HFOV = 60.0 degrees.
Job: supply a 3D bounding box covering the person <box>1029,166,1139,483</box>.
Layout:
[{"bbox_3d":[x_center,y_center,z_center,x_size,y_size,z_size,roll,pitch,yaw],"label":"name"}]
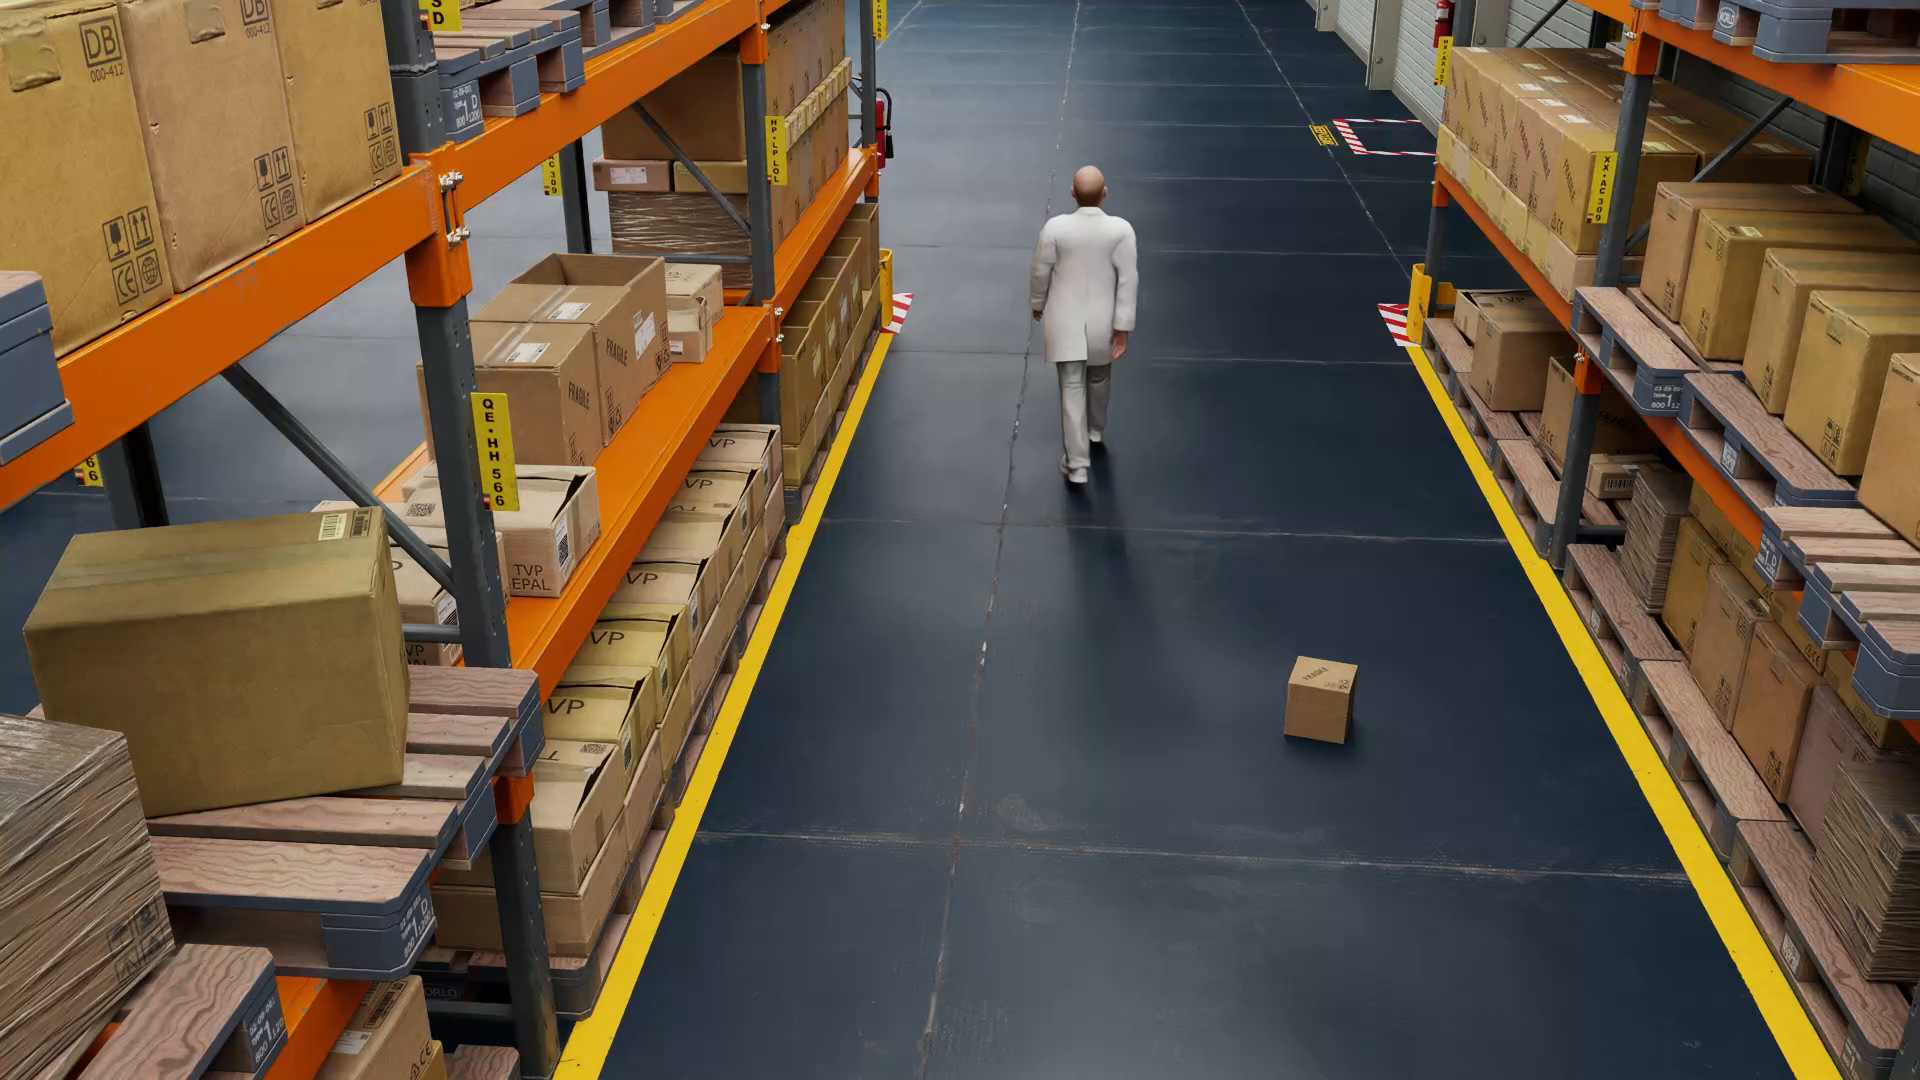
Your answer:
[{"bbox_3d":[0.692,-1.296,9.478,0.573,1.720,1.062,-1,24,-2],"label":"person"}]
